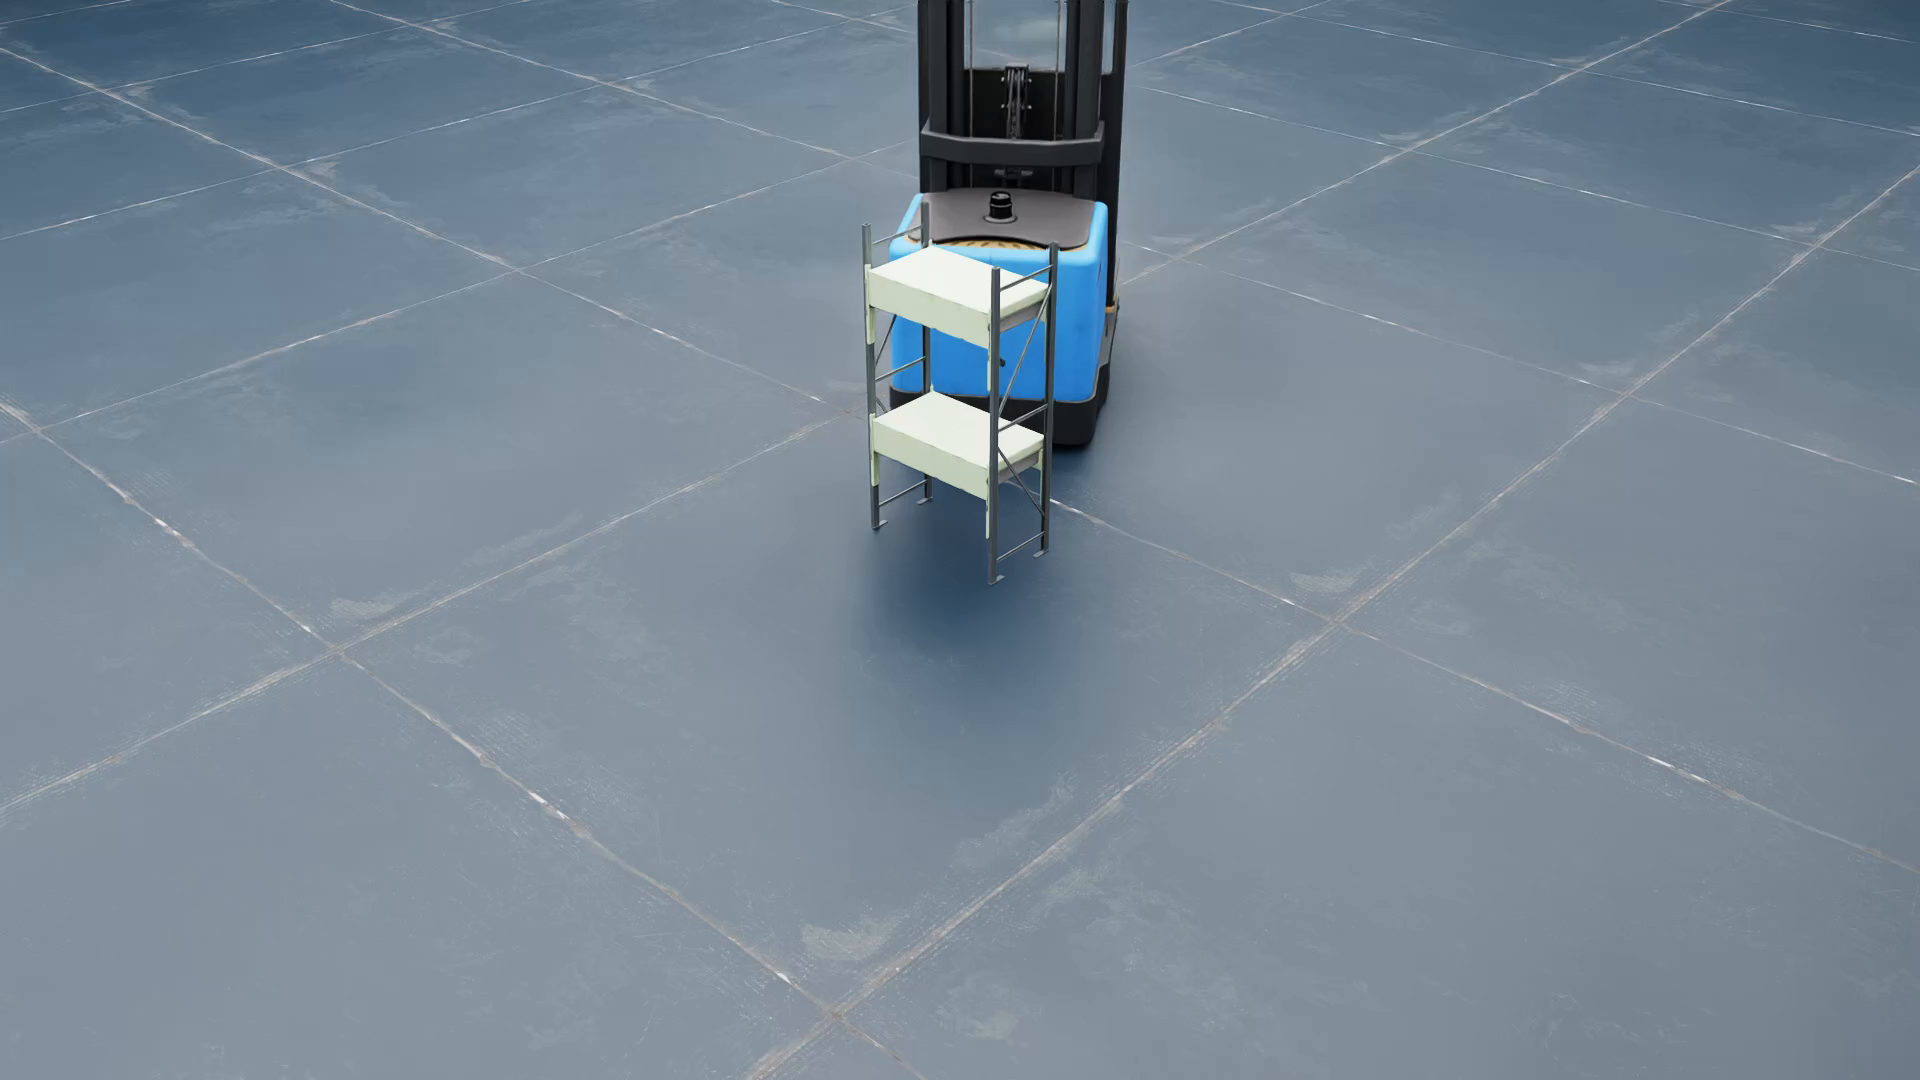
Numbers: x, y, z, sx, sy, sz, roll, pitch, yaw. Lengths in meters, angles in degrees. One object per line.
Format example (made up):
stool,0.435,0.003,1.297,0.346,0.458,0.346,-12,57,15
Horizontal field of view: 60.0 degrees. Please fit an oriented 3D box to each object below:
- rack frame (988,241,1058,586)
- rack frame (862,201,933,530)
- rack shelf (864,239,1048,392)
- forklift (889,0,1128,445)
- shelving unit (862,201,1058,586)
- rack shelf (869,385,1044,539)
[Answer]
rack frame,0.266,-0.518,7.157,0.023,1.500,0.400,25,39,35
rack frame,-0.276,-0.772,7.577,0.023,1.500,0.400,25,39,35
rack shelf,-0.005,-0.979,7.166,0.720,0.370,0.431,25,39,35
forklift,0.357,-2.478,9.025,1.130,2.935,3.031,4,31,7
shelving unit,-0.005,-0.645,7.367,0.755,1.500,0.431,25,39,35
rack shelf,-0.005,-0.366,7.535,0.720,0.370,0.431,25,39,35
